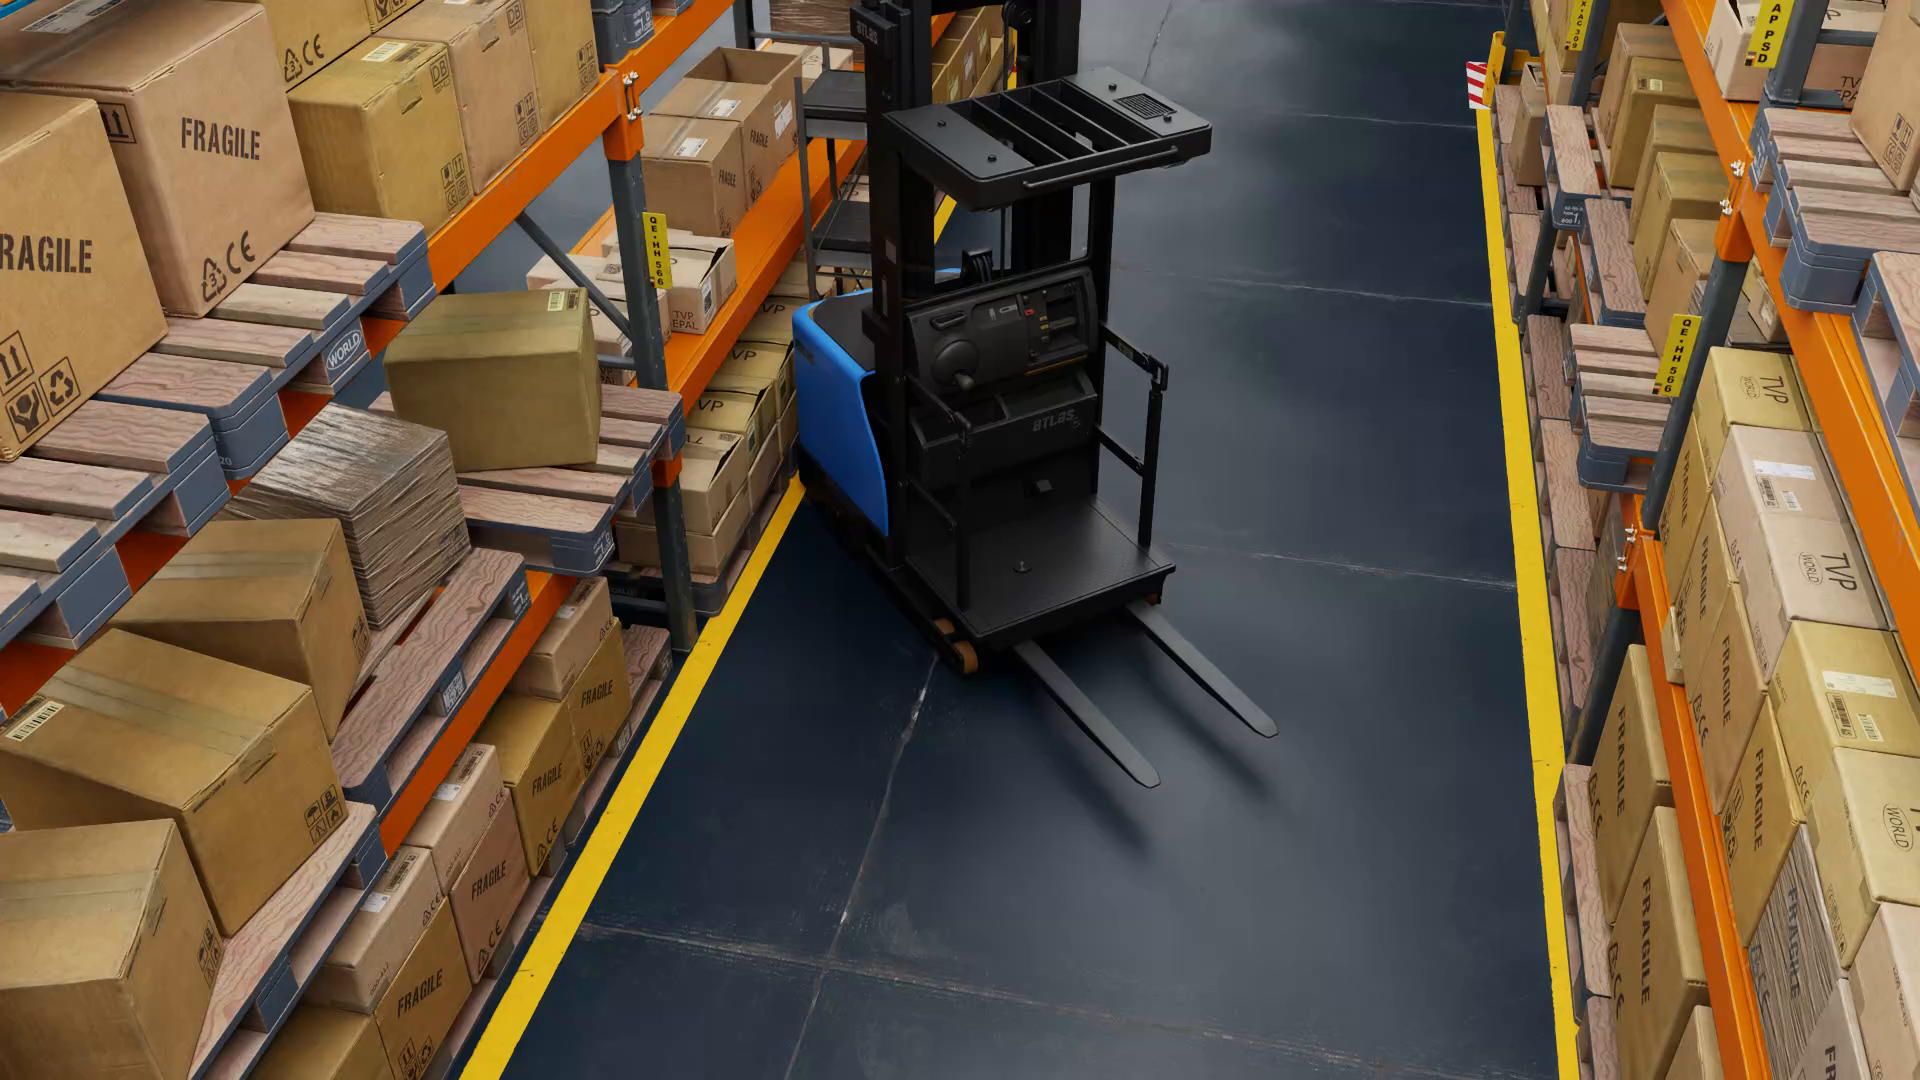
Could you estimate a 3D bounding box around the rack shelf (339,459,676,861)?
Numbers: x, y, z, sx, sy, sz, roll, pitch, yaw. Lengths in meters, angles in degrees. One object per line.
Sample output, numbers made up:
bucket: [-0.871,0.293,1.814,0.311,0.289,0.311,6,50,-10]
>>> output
rack shelf: [-2.167,0.661,5.666,1.077,0.370,4.000,7,37,10]

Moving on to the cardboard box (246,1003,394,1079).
cardboard box: [-2.150,1.796,5.241,0.500,0.500,0.500,8,37,11]

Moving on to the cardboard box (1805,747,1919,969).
cardboard box: [2.323,0.778,3.896,0.500,0.250,0.500,8,37,11]

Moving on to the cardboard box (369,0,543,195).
cardboard box: [-1.909,-1.486,5.373,0.910,0.500,0.500,7,37,10]

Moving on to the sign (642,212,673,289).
sign: [-1.208,-1.151,6.634,0.100,0.325,0.005,7,37,10]

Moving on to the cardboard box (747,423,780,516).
cardboard box: [-1.234,-0.386,8.481,0.500,0.250,0.500,6,36,9]

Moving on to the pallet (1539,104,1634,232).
pallet: [3.649,-1.954,8.824,1.003,0.211,1.213,7,37,10]

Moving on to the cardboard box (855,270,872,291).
cardboard box: [-0.801,-1.563,10.106,0.500,0.250,0.500,7,36,9]

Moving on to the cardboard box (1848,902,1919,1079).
cardboard box: [2.214,1.070,3.493,0.500,0.250,0.500,8,37,11]

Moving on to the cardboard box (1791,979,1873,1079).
cardboard box: [2.198,1.376,3.710,0.500,0.500,0.500,8,37,10]

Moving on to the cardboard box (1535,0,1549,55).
cardboard box: [3.967,-3.283,10.605,0.500,0.250,0.500,7,37,10]

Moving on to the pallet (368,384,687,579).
pallet: [-1.816,-0.302,6.545,1.213,0.211,1.003,7,37,10]

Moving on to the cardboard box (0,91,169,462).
cardboard box: [-2.294,-0.615,3.729,0.600,0.600,0.600,7,37,9]

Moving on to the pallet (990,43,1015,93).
pallet: [-0.153,-3.791,13.571,1.003,0.211,1.213,7,37,10]

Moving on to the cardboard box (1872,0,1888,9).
cardboard box: [3.479,-1.806,5.797,0.500,0.500,0.500,7,37,10]

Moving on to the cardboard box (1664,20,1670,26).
cardboard box: [4.259,-2.946,9.501,0.500,0.500,0.500,7,36,9]

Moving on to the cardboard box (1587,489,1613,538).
cardboard box: [3.505,-0.313,8.151,0.700,0.500,0.500,7,37,10]

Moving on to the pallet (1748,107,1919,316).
pallet: [3.015,-0.921,4.839,1.213,0.211,1.003,9,37,12]

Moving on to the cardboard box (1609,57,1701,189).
cardboard box: [3.686,-2.063,8.351,0.700,0.500,0.500,11,37,15]

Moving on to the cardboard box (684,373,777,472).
cardboard box: [-1.237,-0.627,8.336,0.500,0.311,0.500,6,36,9]

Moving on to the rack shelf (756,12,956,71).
rack shelf: [-0.458,-3.926,11.994,1.077,0.370,4.000,7,37,10]

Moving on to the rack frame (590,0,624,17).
rack frame: [-1.740,-3.206,5.276,1.000,3.000,0.127,7,37,10]

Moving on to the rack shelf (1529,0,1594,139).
rack shelf: [4.382,-3.307,11.140,1.077,0.370,4.000,7,37,10]

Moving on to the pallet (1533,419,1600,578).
pallet: [3.531,-0.174,8.581,1.003,0.211,1.213,7,37,10]

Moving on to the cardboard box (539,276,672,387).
cardboard box: [-1.619,-0.944,7.343,0.500,0.311,0.500,10,37,13]

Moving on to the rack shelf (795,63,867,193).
rack shelf: [-0.549,-2.058,8.393,0.431,0.518,0.480,7,36,10]

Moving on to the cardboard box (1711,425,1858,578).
cardboard box: [2.638,-0.095,5.100,0.500,0.250,0.500,7,36,9]

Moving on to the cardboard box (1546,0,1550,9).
cardboard box: [3.973,-3.587,10.385,0.500,0.500,0.500,6,36,9]

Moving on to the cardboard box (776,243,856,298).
cardboard box: [-0.906,-1.501,9.543,0.500,0.311,0.500,7,37,10]

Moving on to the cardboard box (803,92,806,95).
cardboard box: [-0.894,-2.489,9.513,0.396,0.266,0.258,6,36,9]

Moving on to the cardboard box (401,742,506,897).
cardboard box: [-1.933,0.939,5.785,0.500,0.250,0.500,7,36,9]

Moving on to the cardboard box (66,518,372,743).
cardboard box: [-2.277,0.285,5.128,0.700,0.500,0.500,-1,36,-2]

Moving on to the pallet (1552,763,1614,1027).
pallet: [2.858,1.413,6.390,1.003,0.211,1.213,7,37,10]

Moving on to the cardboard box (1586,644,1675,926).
cardboard box: [2.815,0.947,6.131,0.750,0.750,0.750,7,36,9]

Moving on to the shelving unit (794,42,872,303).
shelving unit: [-0.541,-1.499,8.791,0.431,2.100,0.503,7,36,10]

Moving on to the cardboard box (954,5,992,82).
cardboard box: [-0.054,-3.804,12.559,0.500,0.500,0.500,7,37,10]

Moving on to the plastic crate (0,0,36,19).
plastic crate: [-5.655,-3.016,10.139,0.392,0.384,0.575,7,37,10]

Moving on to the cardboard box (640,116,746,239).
cardboard box: [-1.397,-1.782,8.337,0.500,0.500,0.500,5,36,7]

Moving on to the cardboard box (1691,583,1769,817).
cardboard box: [2.519,0.502,4.915,0.500,0.500,0.500,7,37,10]

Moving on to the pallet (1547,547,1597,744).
pallet: [3.269,0.523,7.619,1.003,0.211,1.213,7,37,10]

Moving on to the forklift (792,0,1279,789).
forklift: [0.310,-0.867,7.219,1.130,2.935,3.031,-18,40,-24]

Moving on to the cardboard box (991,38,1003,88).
cardboard box: [0.048,-3.788,13.175,0.500,0.250,0.500,7,37,10]

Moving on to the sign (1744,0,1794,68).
sign: [2.571,-1.652,5.246,0.100,0.325,0.005,7,37,10]

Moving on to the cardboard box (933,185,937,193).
cardboard box: [-0.378,-2.641,11.593,0.500,0.250,0.500,7,37,10]

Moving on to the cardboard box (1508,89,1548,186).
cardboard box: [4.246,-2.784,11.561,0.700,0.500,0.500,5,36,7]

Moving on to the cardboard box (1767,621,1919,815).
cardboard box: [2.432,0.486,4.299,0.500,0.250,0.500,7,36,9]

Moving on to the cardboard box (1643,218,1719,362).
cardboard box: [3.284,-0.972,6.845,0.700,0.500,0.500,4,36,6]

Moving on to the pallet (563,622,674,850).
pallet: [-1.936,0.775,7.271,1.003,0.211,1.213,7,37,10]

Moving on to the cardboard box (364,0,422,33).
cardboard box: [-1.948,-1.895,5.086,0.500,0.500,0.500,7,37,10]

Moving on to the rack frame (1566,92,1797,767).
rack frame: [3.100,-0.158,6.183,1.000,3.000,0.127,7,37,10]

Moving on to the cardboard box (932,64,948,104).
cardboard box: [-0.381,-2.945,11.374,0.500,0.500,0.500,7,37,10]

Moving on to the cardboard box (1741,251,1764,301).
cardboard box: [3.199,-1.028,6.369,0.380,0.149,0.250,2,36,2]

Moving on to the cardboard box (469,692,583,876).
cardboard box: [-1.821,0.919,6.451,0.500,0.500,0.500,6,36,8]

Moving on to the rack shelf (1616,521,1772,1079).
rack shelf: [2.673,1.279,4.812,1.077,0.370,4.000,7,37,10]
